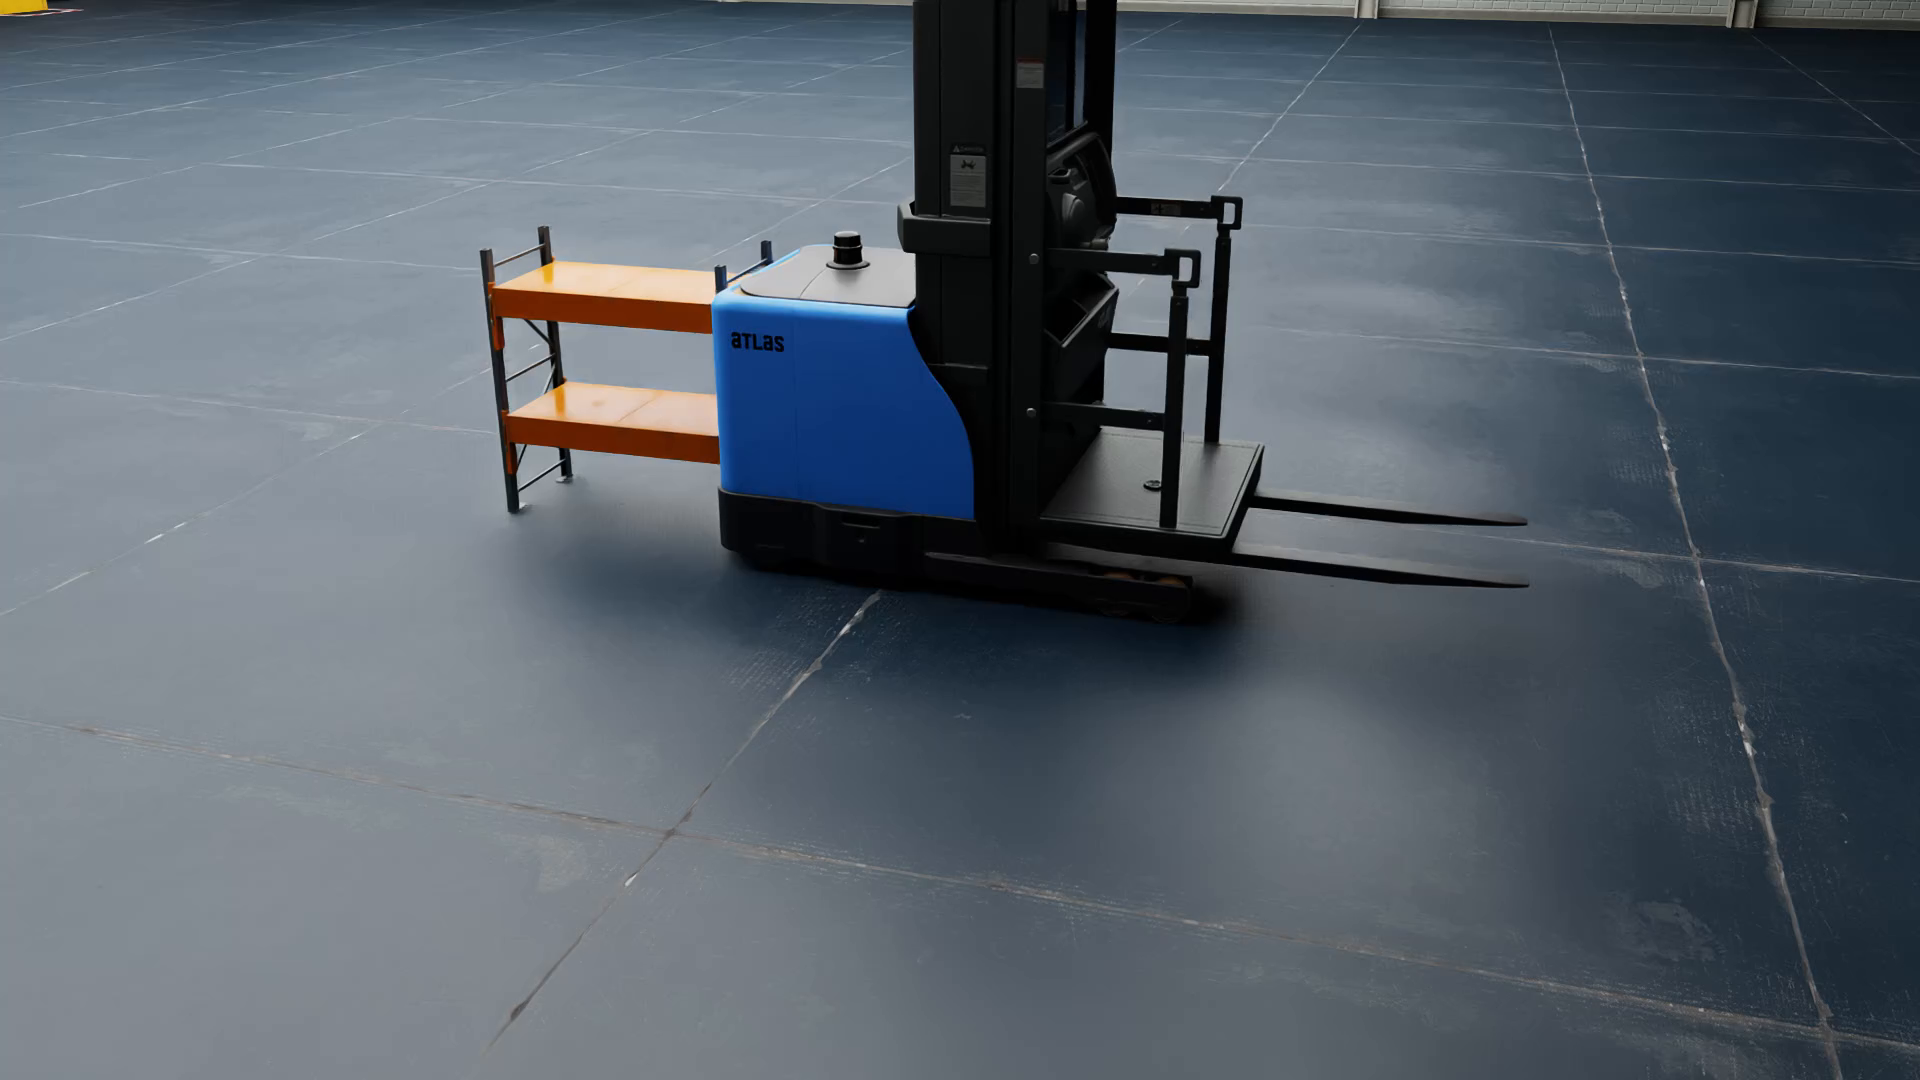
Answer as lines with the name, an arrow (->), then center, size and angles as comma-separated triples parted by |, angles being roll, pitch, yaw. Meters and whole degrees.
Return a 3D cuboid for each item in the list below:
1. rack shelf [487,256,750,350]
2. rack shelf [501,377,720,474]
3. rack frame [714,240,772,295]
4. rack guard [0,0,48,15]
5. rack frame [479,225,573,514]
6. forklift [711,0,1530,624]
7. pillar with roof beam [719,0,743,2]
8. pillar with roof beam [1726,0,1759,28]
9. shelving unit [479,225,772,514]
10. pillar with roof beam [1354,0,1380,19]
rack shelf -> -1.343, -0.941, 6.811 | 1.000, 0.278, 0.538 | 6, 23, 15
rack shelf -> -1.343, -0.444, 7.015 | 1.000, 0.278, 0.538 | 6, 23, 15
rack frame -> -0.855, -0.616, 6.789 | 0.032, 1.125, 0.500 | 6, 23, 15
rack guard -> -17.007, -9.754, 29.890 | 0.348, 0.500, 1.175 | 7, 23, 16
rack frame -> -1.830, -0.725, 7.056 | 0.032, 1.125, 0.500 | 6, 23, 15
forklift -> 0.633, -1.279, 6.025 | 3.031, 2.935, 1.130 | 7, 23, 16
pillar with roof beam -> -5.665, -13.006, 26.619 | 0.400, 9.000, 9.100 | 7, 23, 16
pillar with roof beam -> 11.567, -11.032, 21.808 | 0.400, 9.000, 9.100 | 7, 23, 16
shelving unit -> -1.343, -0.671, 6.922 | 1.048, 1.125, 0.538 | 6, 23, 15
pillar with roof beam -> 5.823, -11.690, 23.412 | 0.400, 9.000, 9.100 | 7, 23, 16
